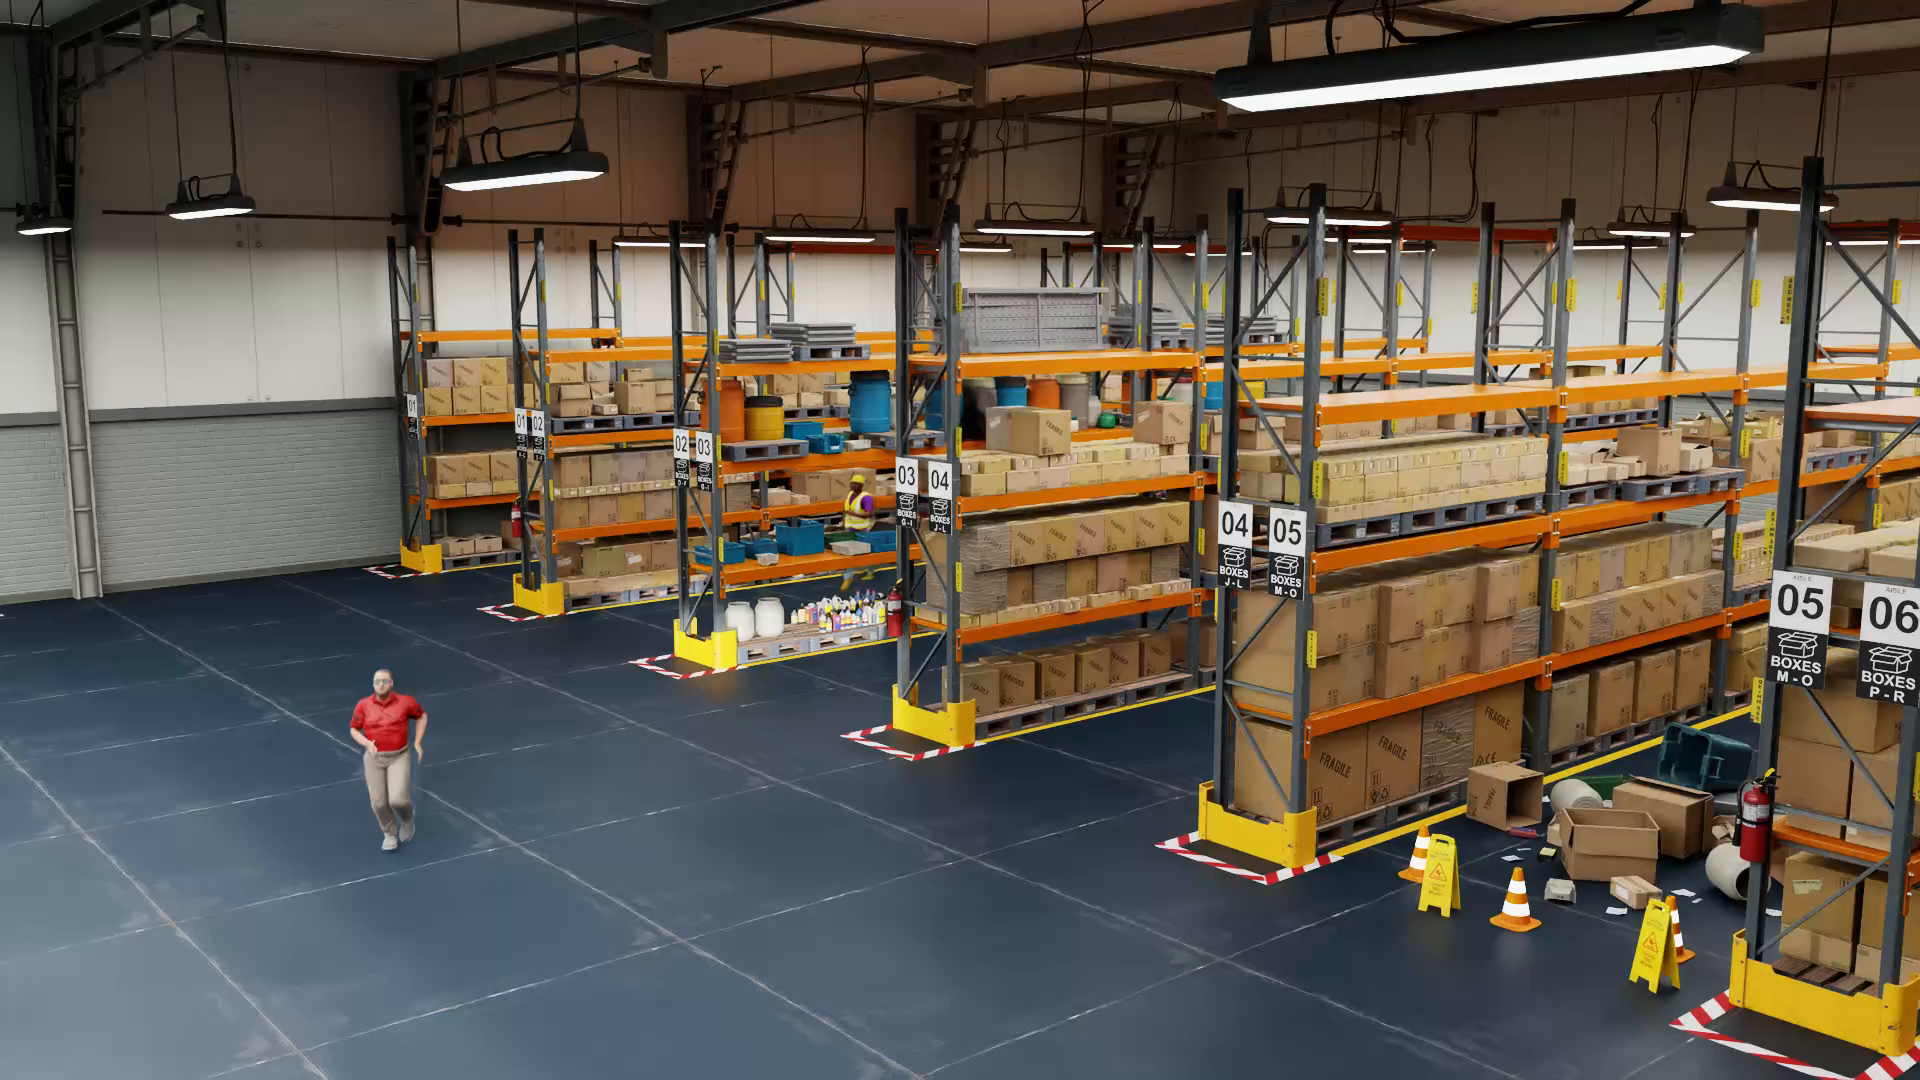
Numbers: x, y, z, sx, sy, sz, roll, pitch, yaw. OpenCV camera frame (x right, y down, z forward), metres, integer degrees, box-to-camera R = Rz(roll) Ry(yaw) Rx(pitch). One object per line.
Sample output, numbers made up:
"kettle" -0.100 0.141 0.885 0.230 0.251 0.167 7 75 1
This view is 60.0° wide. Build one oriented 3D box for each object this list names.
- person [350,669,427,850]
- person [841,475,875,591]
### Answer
"person" -5.209 2.019 15.142 0.652 1.687 0.597 -2 9 -10
"person" -1.684 -0.123 27.028 0.678 1.890 0.741 6 11 34
